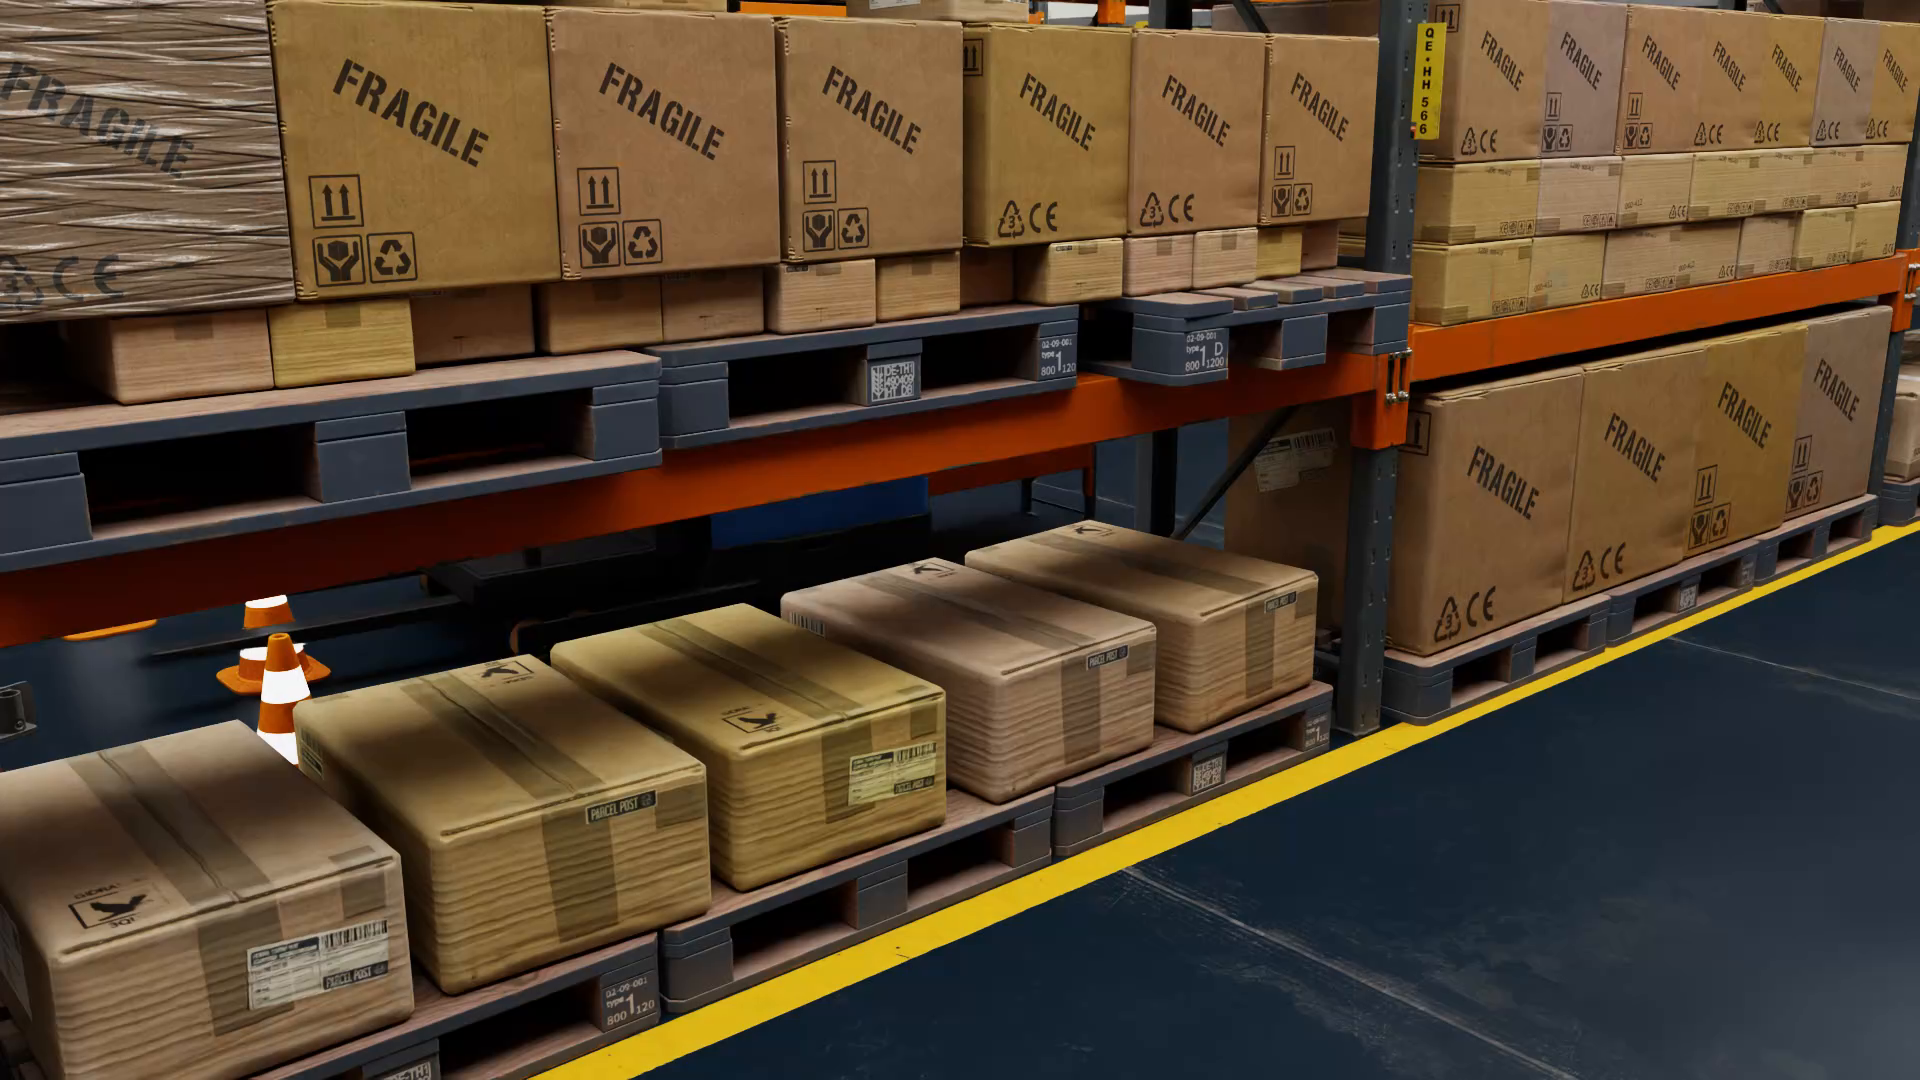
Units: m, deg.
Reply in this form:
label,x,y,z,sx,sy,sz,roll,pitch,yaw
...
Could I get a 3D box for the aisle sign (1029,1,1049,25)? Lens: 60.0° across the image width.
label,x,y,z,sx,sy,sz,roll,pitch,yaw
aisle sign,0.774,-5.408,17.147,0.004,0.787,0.394,-13,19,-39

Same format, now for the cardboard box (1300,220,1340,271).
label,x,y,z,sx,sy,sz,roll,pitch,yaw
cardboard box,0.901,-0.894,4.958,0.250,0.149,0.380,-12,19,-37

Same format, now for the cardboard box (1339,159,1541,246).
label,x,y,z,sx,sy,sz,roll,pitch,yaw
cardboard box,1.538,-1.121,5.455,0.500,0.250,0.500,-13,20,-40

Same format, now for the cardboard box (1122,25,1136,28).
label,x,y,z,sx,sy,sz,roll,pitch,yaw
cardboard box,1.186,-3.242,11.368,0.500,0.500,0.500,-12,19,-38

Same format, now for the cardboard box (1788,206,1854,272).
label,x,y,z,sx,sy,sz,roll,pitch,yaw
cardboard box,3.453,-1.308,7.125,0.500,0.250,0.500,-13,20,-40

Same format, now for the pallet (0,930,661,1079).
label,x,y,z,sx,sy,sz,roll,pitch,yaw
pallet,-1.438,0.979,3.677,1.213,0.211,1.003,-13,19,-39

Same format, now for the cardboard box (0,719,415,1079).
label,x,y,z,sx,sy,sz,roll,pitch,yaw
cardboard box,-1.630,0.741,3.441,0.625,0.372,0.950,-12,19,-39

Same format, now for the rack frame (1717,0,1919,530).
label,x,y,z,sx,sy,sz,roll,pitch,yaw
rack frame,4.011,-1.591,7.896,0.127,3.000,1.000,-13,19,-39

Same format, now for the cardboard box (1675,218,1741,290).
label,x,y,z,sx,sy,sz,roll,pitch,yaw
cardboard box,2.673,-1.138,6.488,0.500,0.250,0.500,-13,19,-39

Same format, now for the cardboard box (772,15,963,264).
label,x,y,z,sx,sy,sz,roll,pitch,yaw
cardboard box,-0.342,-0.910,3.760,0.500,0.500,0.500,-14,20,-42

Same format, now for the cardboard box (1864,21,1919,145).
label,x,y,z,sx,sy,sz,roll,pitch,yaw
cardboard box,3.839,-1.998,7.287,0.500,0.500,0.500,-12,19,-38

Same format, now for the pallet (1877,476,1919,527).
label,x,y,z,sx,sy,sz,roll,pitch,yaw
pallet,4.636,-0.358,8.681,1.213,0.211,1.003,-13,19,-39

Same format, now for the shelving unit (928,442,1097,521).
label,x,y,z,sx,sy,sz,roll,pitch,yaw
shelving unit,0.078,-0.552,7.637,1.048,1.125,0.538,-12,19,-38

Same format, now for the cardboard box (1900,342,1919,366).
label,x,y,z,sx,sy,sz,roll,pitch,yaw
cardboard box,5.230,-0.794,9.060,0.875,0.438,0.875,-13,20,-41

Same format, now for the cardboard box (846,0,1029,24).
label,x,y,z,sx,sy,sz,roll,pitch,yaw
cardboard box,-0.056,-1.290,3.926,0.250,0.149,0.380,-14,20,-42

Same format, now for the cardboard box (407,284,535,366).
label,x,y,z,sx,sy,sz,roll,pitch,yaw
cardboard box,-1.042,-0.453,3.308,0.250,0.149,0.380,-11,19,-36

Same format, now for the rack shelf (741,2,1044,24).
label,x,y,z,sx,sy,sz,roll,pitch,yaw
rack shelf,-0.986,-4.961,16.092,4.000,0.370,1.077,-13,19,-39

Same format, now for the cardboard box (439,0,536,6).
label,x,y,z,sx,sy,sz,roll,pitch,yaw
cardboard box,-1.121,-1.237,3.728,0.250,0.149,0.380,-14,20,-42

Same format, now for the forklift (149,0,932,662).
label,x,y,z,sx,sy,sz,roll,pitch,yaw
forklift,-1.616,-1.119,6.258,3.031,2.935,1.130,-10,18,-34

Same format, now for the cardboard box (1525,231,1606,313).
label,x,y,z,sx,sy,sz,roll,pitch,yaw
cardboard box,1.903,-0.966,5.844,0.500,0.250,0.500,-13,20,-41

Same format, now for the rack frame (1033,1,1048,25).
label,x,y,z,sx,sy,sz,roll,pitch,yaw
rack frame,0.523,-4.198,17.655,0.127,3.000,1.000,-13,19,-39

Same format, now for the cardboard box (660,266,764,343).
label,x,y,z,sx,sy,sz,roll,pitch,yaw
cardboard box,-0.633,-0.530,3.596,0.250,0.149,0.380,-12,19,-39

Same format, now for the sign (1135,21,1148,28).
label,x,y,z,sx,sy,sz,roll,pitch,yaw
sign,0.627,-1.581,5.612,0.005,0.325,0.100,-13,19,-39

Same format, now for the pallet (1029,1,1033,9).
label,x,y,z,sx,sy,sz,roll,pitch,yaw
pallet,-0.030,-5.477,16.801,1.213,0.211,1.003,-13,19,-39

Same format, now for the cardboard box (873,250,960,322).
label,x,y,z,sx,sy,sz,roll,pitch,yaw
cardboard box,-0.216,-0.616,3.917,0.250,0.149,0.380,-13,20,-41

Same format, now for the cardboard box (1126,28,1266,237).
label,x,y,z,sx,sy,sz,roll,pitch,yaw
cardboard box,0.450,-1.088,4.427,0.500,0.500,0.500,-13,20,-40

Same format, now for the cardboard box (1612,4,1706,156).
label,x,y,z,sx,sy,sz,roll,pitch,yaw
cardboard box,2.294,-1.652,5.990,0.500,0.500,0.500,-12,19,-38

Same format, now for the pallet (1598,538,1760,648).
label,x,y,z,sx,sy,sz,roll,pitch,yaw
pallet,2.558,0.109,6.933,1.213,0.211,1.003,-13,19,-39

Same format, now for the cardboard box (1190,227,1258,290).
label,x,y,z,sx,sy,sz,roll,pitch,yaw
cardboard box,0.585,-0.783,4.542,0.250,0.149,0.380,-13,20,-40

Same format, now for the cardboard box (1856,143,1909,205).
label,x,y,z,sx,sy,sz,roll,pitch,yaw
cardboard box,3.838,-1.639,7.394,0.500,0.250,0.500,-13,20,-39

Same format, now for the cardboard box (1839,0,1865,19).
label,x,y,z,sx,sy,sz,roll,pitch,yaw
cardboard box,4.305,-2.574,8.185,0.250,0.149,0.380,-12,19,-38

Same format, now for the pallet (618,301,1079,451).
label,x,y,z,sx,sy,sz,roll,pitch,yaw
pallet,-0.473,-0.478,4.098,1.213,0.211,1.003,-13,19,-39

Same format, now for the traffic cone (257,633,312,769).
label,x,y,z,sx,sy,sz,roll,pitch,yaw
traffic cone,-2.008,0.507,4.956,0.334,0.463,0.336,-13,19,-39

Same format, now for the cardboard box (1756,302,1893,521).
label,x,y,z,sx,sy,sz,roll,pitch,yaw
cardboard box,3.596,-0.647,7.664,0.875,0.875,0.875,-12,19,-38

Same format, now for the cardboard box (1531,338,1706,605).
label,x,y,z,sx,sy,sz,roll,pitch,yaw
cardboard box,2.245,-0.341,6.519,0.875,0.875,0.875,-12,19,-39

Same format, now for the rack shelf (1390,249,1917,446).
label,x,y,z,sx,sy,sz,roll,pitch,yaw
rack shelf,2.502,-0.905,6.720,4.000,0.370,1.077,-13,19,-39

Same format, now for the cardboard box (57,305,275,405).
label,x,y,z,sx,sy,sz,roll,pitch,yaw
cardboard box,-1.400,-0.350,2.921,0.250,0.149,0.380,-12,19,-39

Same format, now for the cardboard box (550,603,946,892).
label,x,y,z,sx,sy,sz,roll,pitch,yaw
cardboard box,-0.567,0.500,4.342,0.625,0.372,0.950,-12,19,-38

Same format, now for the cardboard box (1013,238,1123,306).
label,x,y,z,sx,sy,sz,roll,pitch,yaw
cardboard box,0.192,-0.693,4.204,0.250,0.149,0.380,-12,19,-38

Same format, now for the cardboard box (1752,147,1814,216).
label,x,y,z,sx,sy,sz,roll,pitch,yaw
cardboard box,3.079,-1.464,6.738,0.500,0.250,0.500,-12,19,-38

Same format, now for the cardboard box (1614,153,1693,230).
label,x,y,z,sx,sy,sz,roll,pitch,yaw
cardboard box,2.312,-1.290,6.089,0.500,0.250,0.500,-13,20,-40

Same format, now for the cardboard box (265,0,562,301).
label,x,y,z,sx,sy,sz,roll,pitch,yaw
cardboard box,-1.105,-0.740,3.123,0.500,0.500,0.500,-13,19,-39

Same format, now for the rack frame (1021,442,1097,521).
label,x,y,z,sx,sy,sz,roll,pitch,yaw
rack frame,0.473,-0.635,7.947,0.032,1.125,0.500,-12,19,-38

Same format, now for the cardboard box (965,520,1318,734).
label,x,y,z,sx,sy,sz,roll,pitch,yaw
cardboard box,0.561,0.247,5.293,0.625,0.372,0.950,-14,21,-43

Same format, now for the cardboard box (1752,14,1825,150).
label,x,y,z,sx,sy,sz,roll,pitch,yaw
cardboard box,3.058,-1.827,6.647,0.500,0.500,0.500,-12,19,-38

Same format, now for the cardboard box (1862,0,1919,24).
label,x,y,z,sx,sy,sz,roll,pitch,yaw
cardboard box,4.419,-2.439,7.681,0.250,0.149,0.380,-13,20,-40

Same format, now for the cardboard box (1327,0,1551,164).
label,x,y,z,sx,sy,sz,roll,pitch,yaw
cardboard box,1.526,-1.481,5.351,0.500,0.500,0.500,-14,20,-41

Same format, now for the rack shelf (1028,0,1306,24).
label,x,y,z,sx,sy,sz,roll,pitch,yaw
rack shelf,2.194,-3.978,12.413,4.000,0.370,1.077,-13,19,-39

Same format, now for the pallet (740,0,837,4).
label,x,y,z,sx,sy,sz,roll,pitch,yaw
pallet,-1.870,-5.064,15.254,1.213,0.211,1.003,-13,19,-39

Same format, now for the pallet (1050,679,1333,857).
label,x,y,z,sx,sy,sz,roll,pitch,yaw
pallet,0.403,0.565,5.224,1.213,0.211,1.003,-13,19,-39
